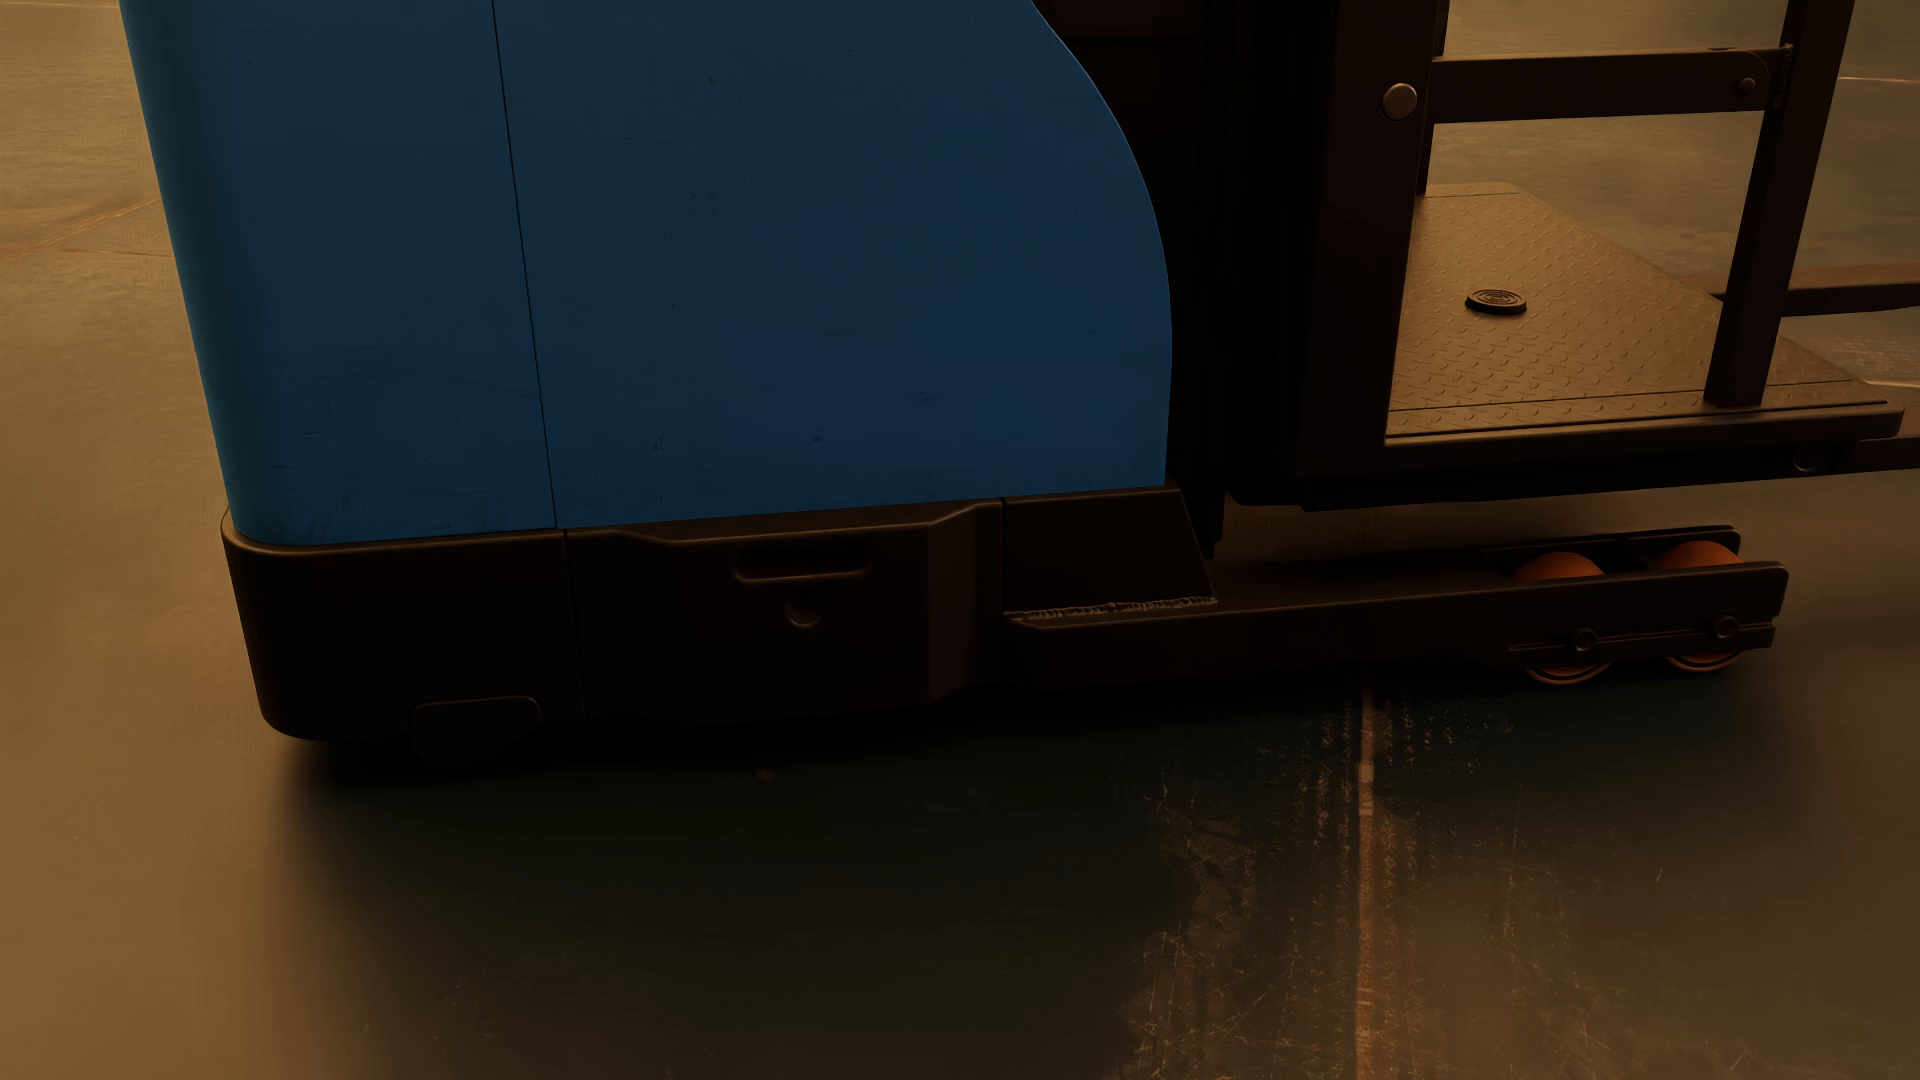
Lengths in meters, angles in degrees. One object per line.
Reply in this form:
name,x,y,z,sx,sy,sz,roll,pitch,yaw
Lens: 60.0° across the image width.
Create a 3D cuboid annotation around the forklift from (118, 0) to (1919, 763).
forklift,0.600,-1.354,1.930,3.031,2.935,1.130,-4,27,-9
